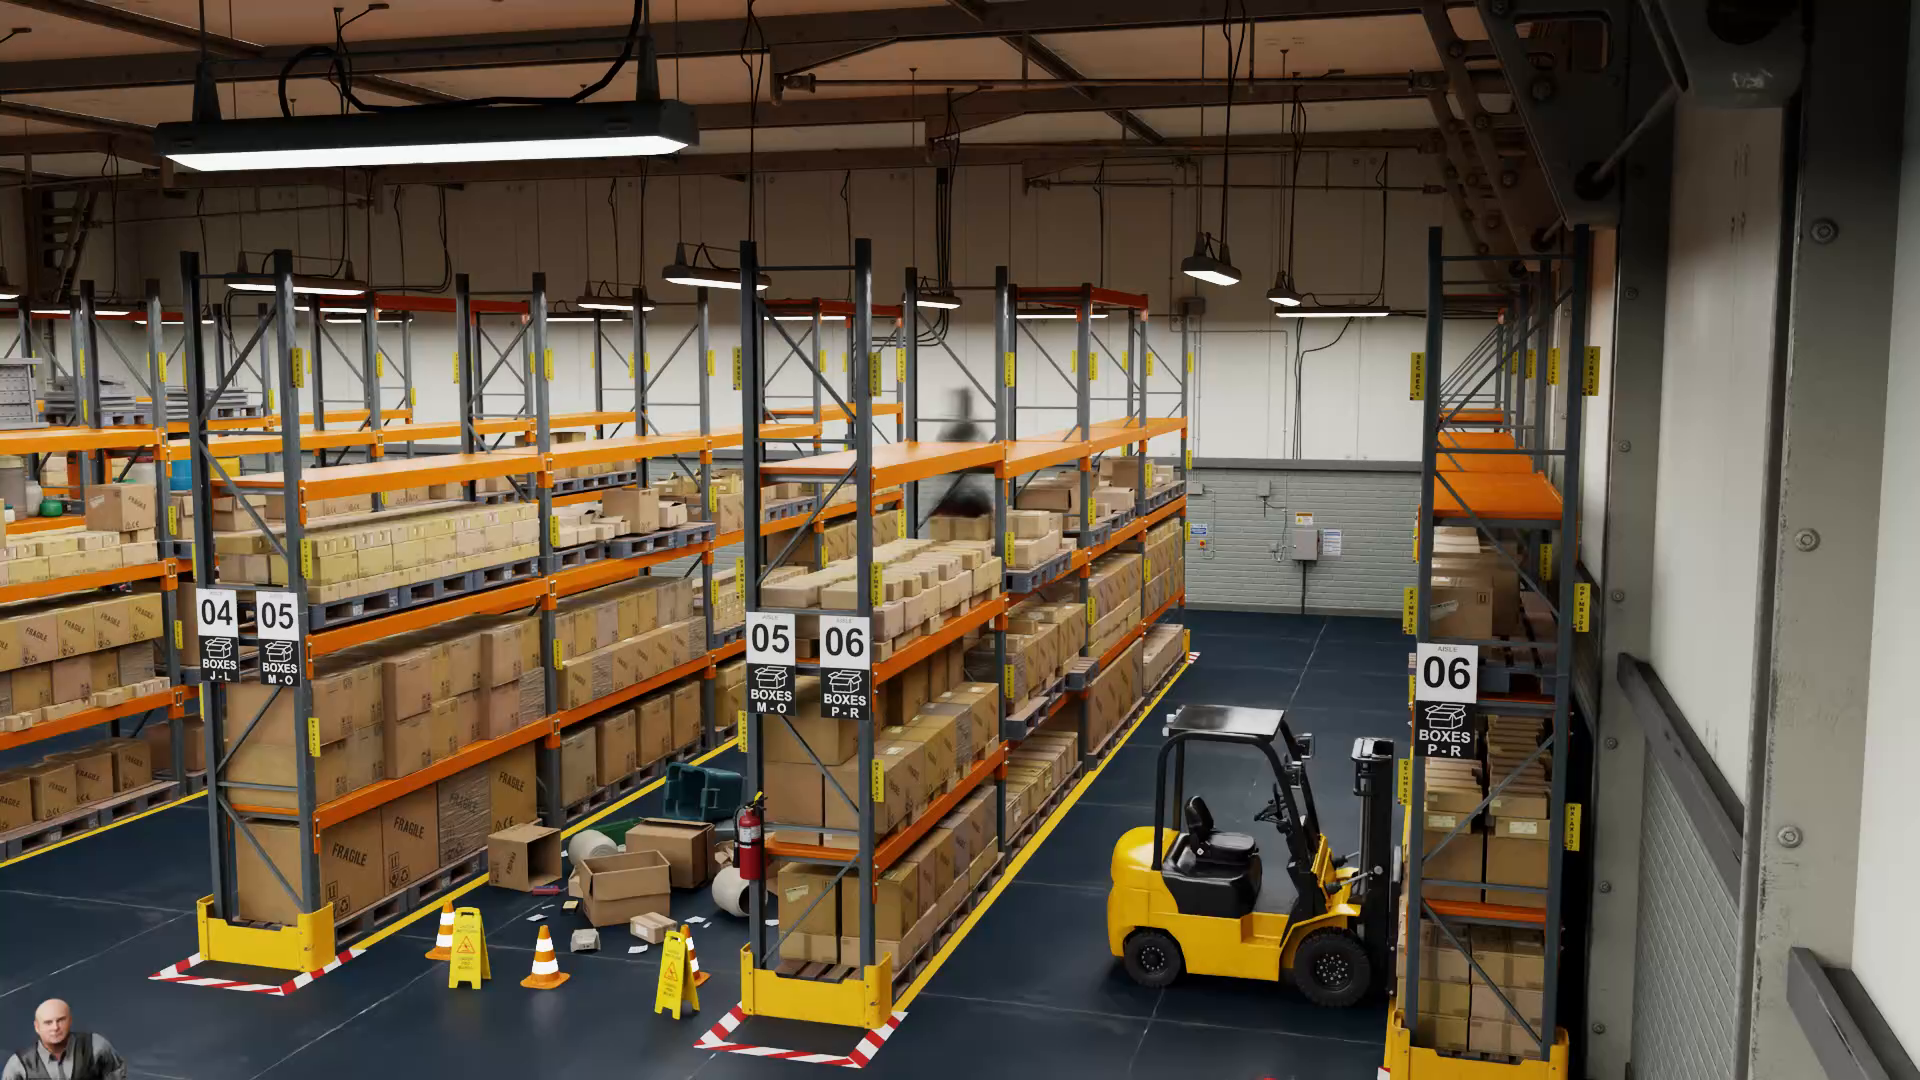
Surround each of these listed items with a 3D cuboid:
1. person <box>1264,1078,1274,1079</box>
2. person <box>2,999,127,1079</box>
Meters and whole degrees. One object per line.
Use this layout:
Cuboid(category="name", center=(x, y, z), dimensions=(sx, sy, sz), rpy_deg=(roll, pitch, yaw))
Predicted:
Cuboid(category="person", center=(1.546, 3.410, 8.414), dimensions=(0.704, 1.729, 1.057), rpy_deg=(1, 6, 6))
Cuboid(category="person", center=(-4.871, 3.320, 9.074), dimensions=(0.640, 1.675, 0.662), rpy_deg=(-4, 7, -30))
